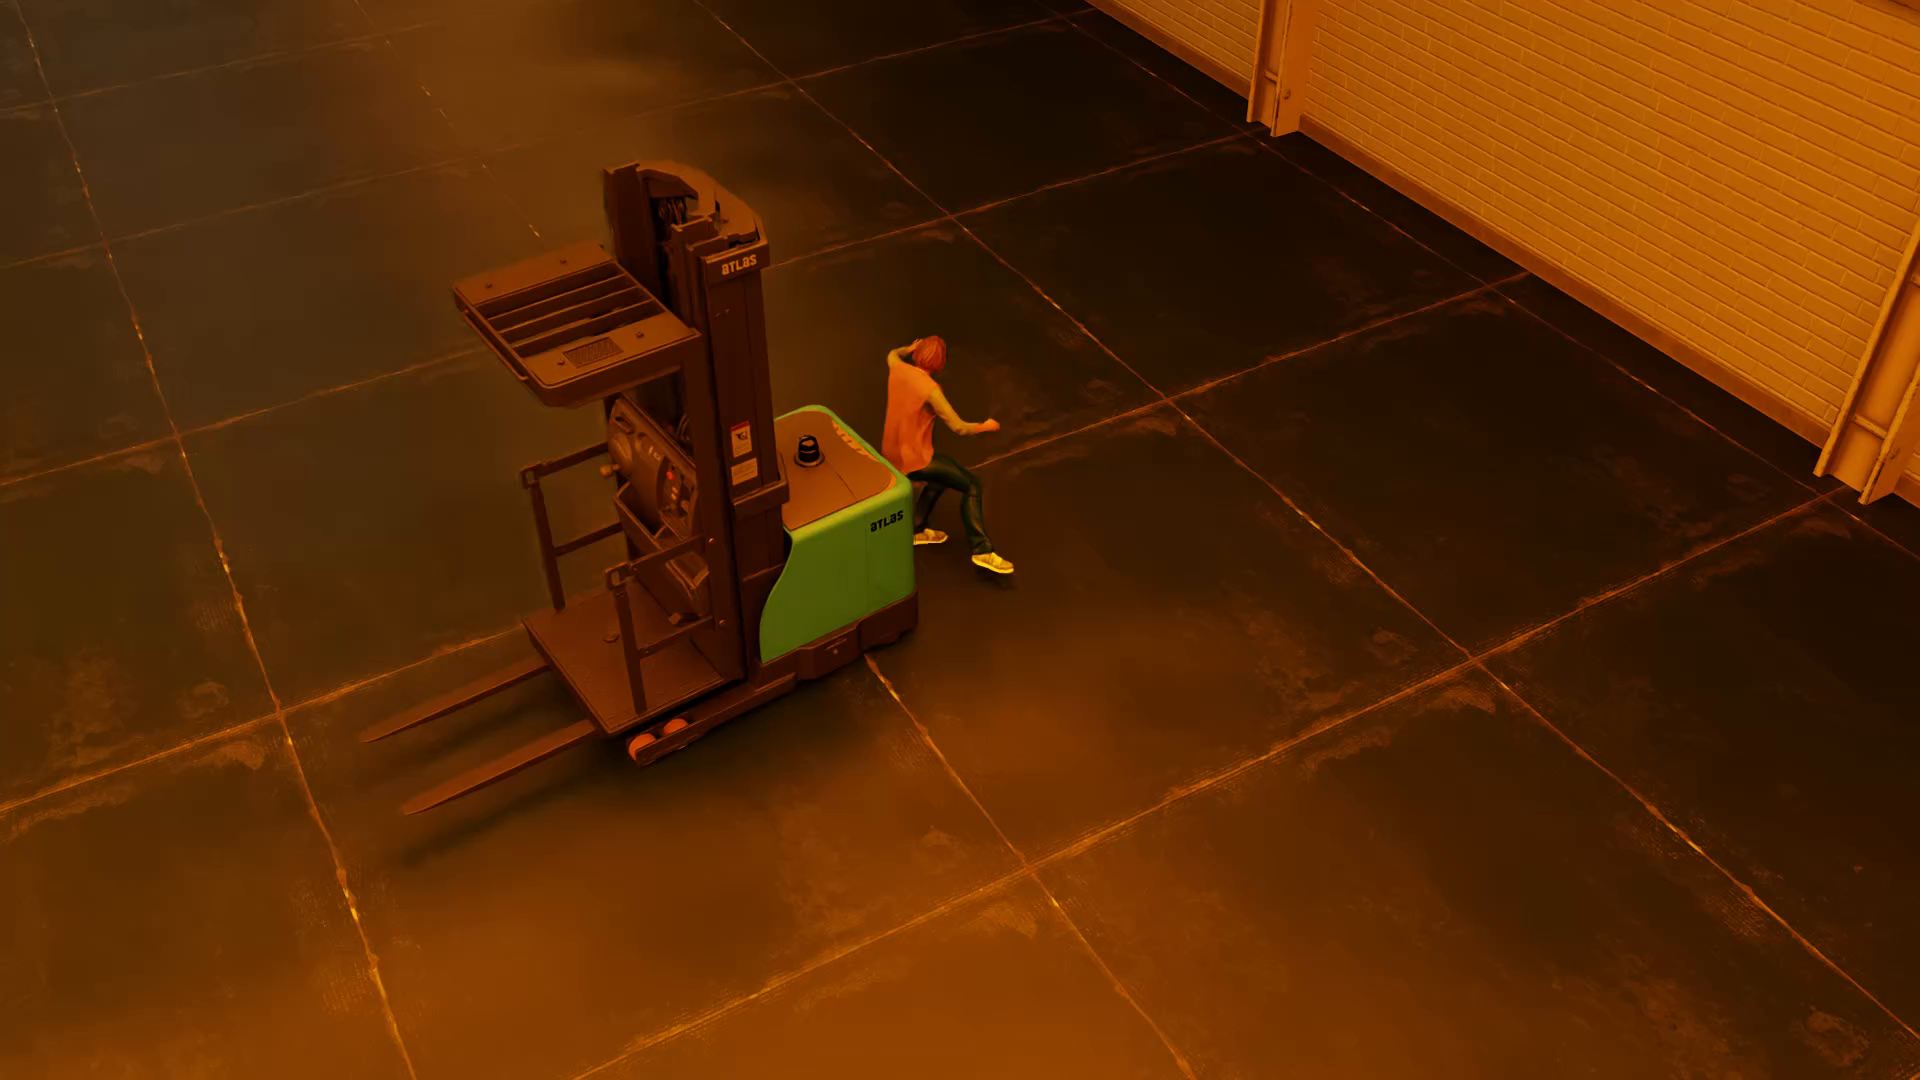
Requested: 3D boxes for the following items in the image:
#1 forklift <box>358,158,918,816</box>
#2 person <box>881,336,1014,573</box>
[{"bbox_3d":[-1.738,-0.313,8.414,3.031,2.935,1.130,-24,46,-27],"label":"forklift"},{"bbox_3d":[-0.070,-0.578,9.988,0.769,1.362,1.256,-32,49,-32],"label":"person"}]
